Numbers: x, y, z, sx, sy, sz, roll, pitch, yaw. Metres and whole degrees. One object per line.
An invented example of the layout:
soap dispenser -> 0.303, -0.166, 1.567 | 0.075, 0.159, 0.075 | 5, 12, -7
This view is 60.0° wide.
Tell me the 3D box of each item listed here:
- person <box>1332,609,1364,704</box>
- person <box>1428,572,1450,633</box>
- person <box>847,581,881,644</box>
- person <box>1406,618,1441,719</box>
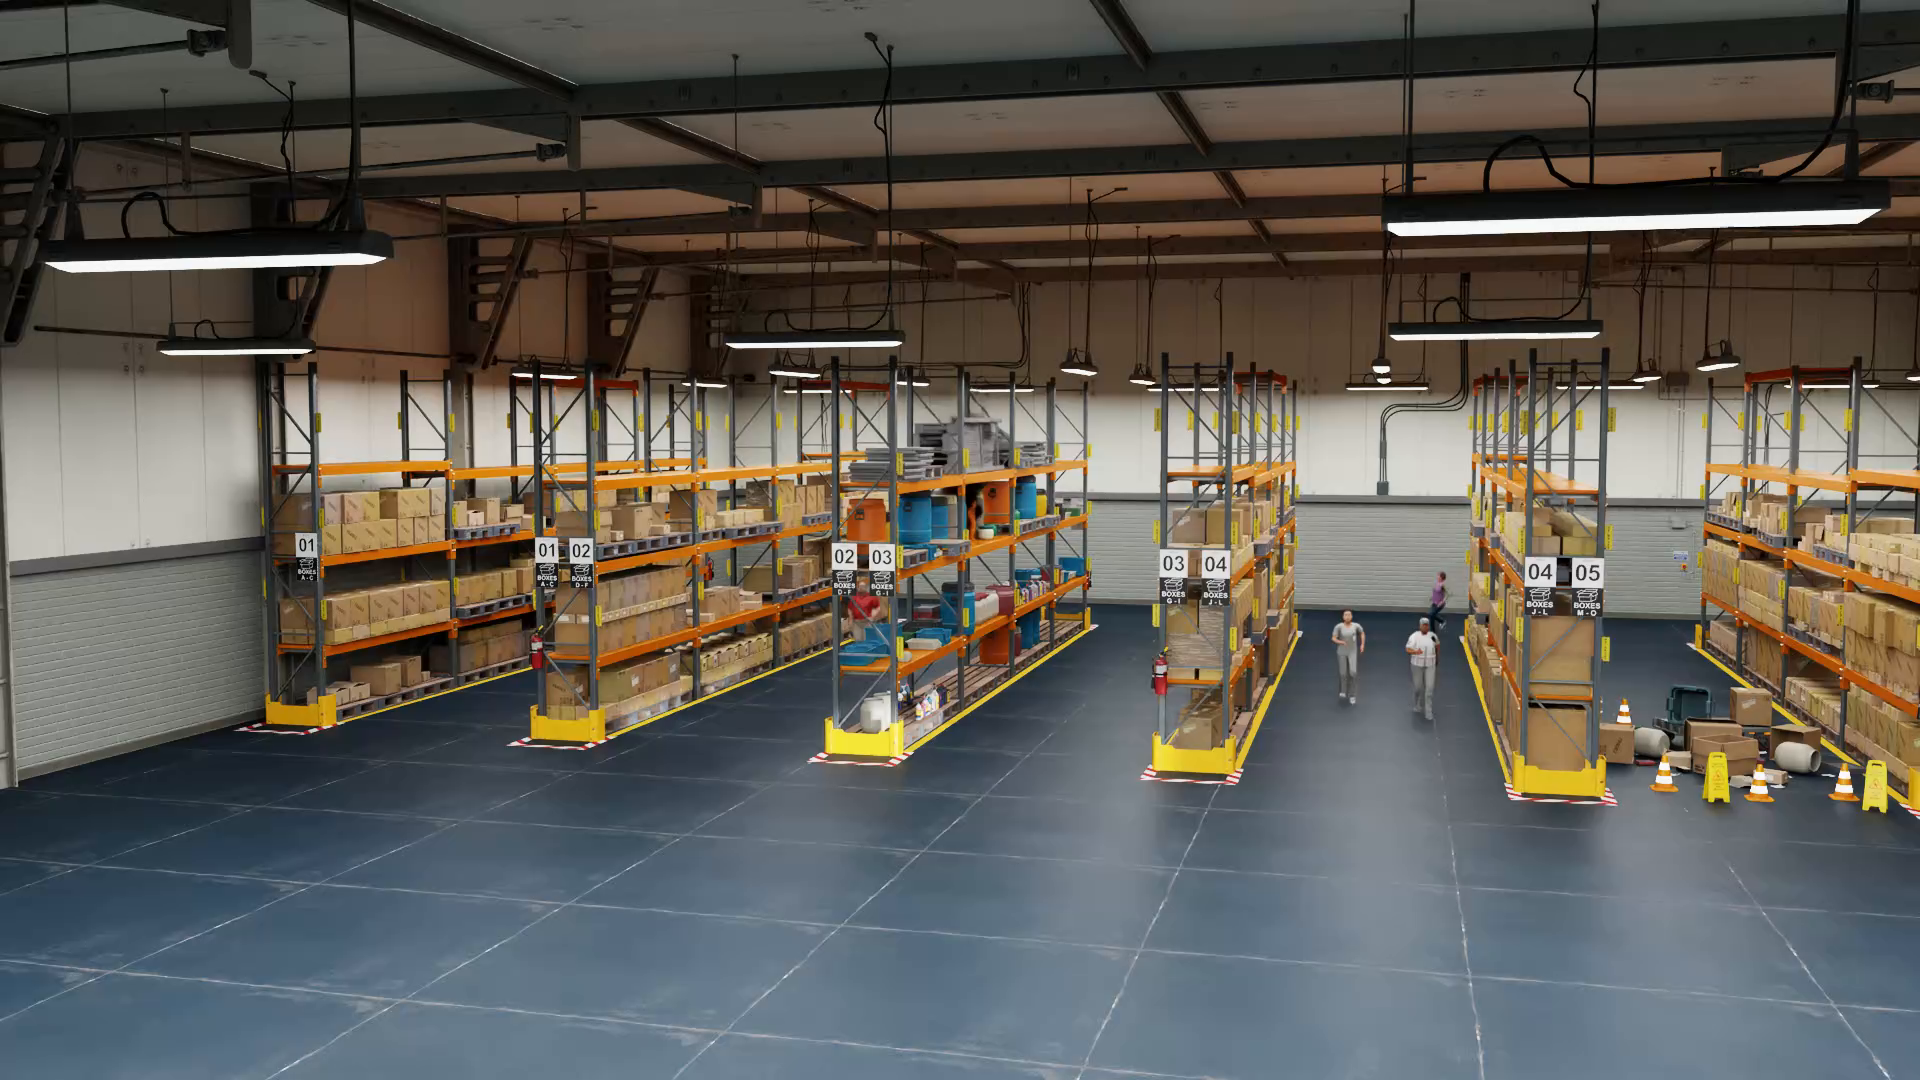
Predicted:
person -> 6.952, 2.090, 29.798 | 0.585, 1.736, 0.729 | 1, 4, 9
person -> 11.250, 1.495, 38.993 | 0.621, 1.528, 0.585 | -1, 4, -18
person -> -1.860, 1.683, 31.725 | 0.640, 1.653, 0.535 | 1, 4, 8
person -> 7.902, 2.153, 28.333 | 0.608, 1.665, 0.880 | 1, 4, 9
